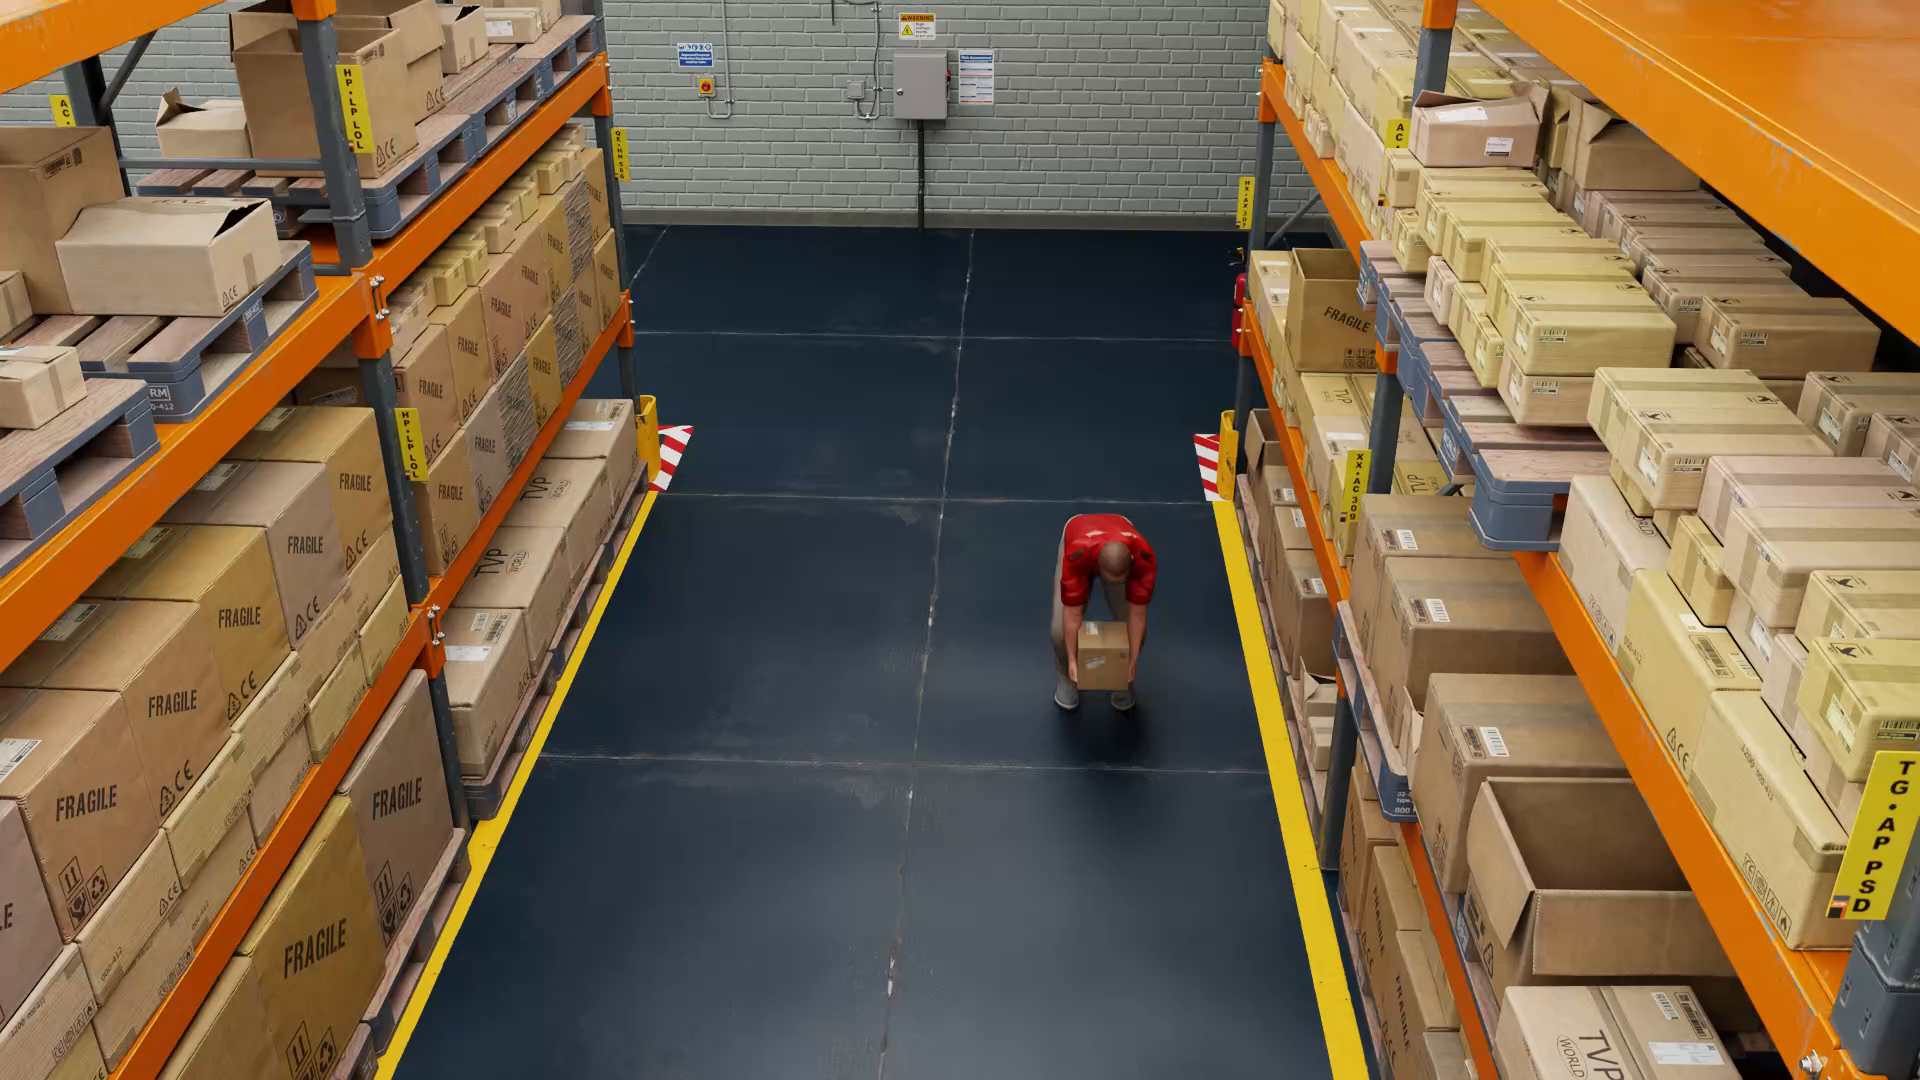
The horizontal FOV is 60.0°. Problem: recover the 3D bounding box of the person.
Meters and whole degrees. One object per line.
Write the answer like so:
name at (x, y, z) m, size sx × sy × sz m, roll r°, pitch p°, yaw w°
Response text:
person at (0.719, 0.385, 8.462) m, size 0.508 × 1.216 × 0.922 m, roll 0°, pitch 28°, yaw 0°
